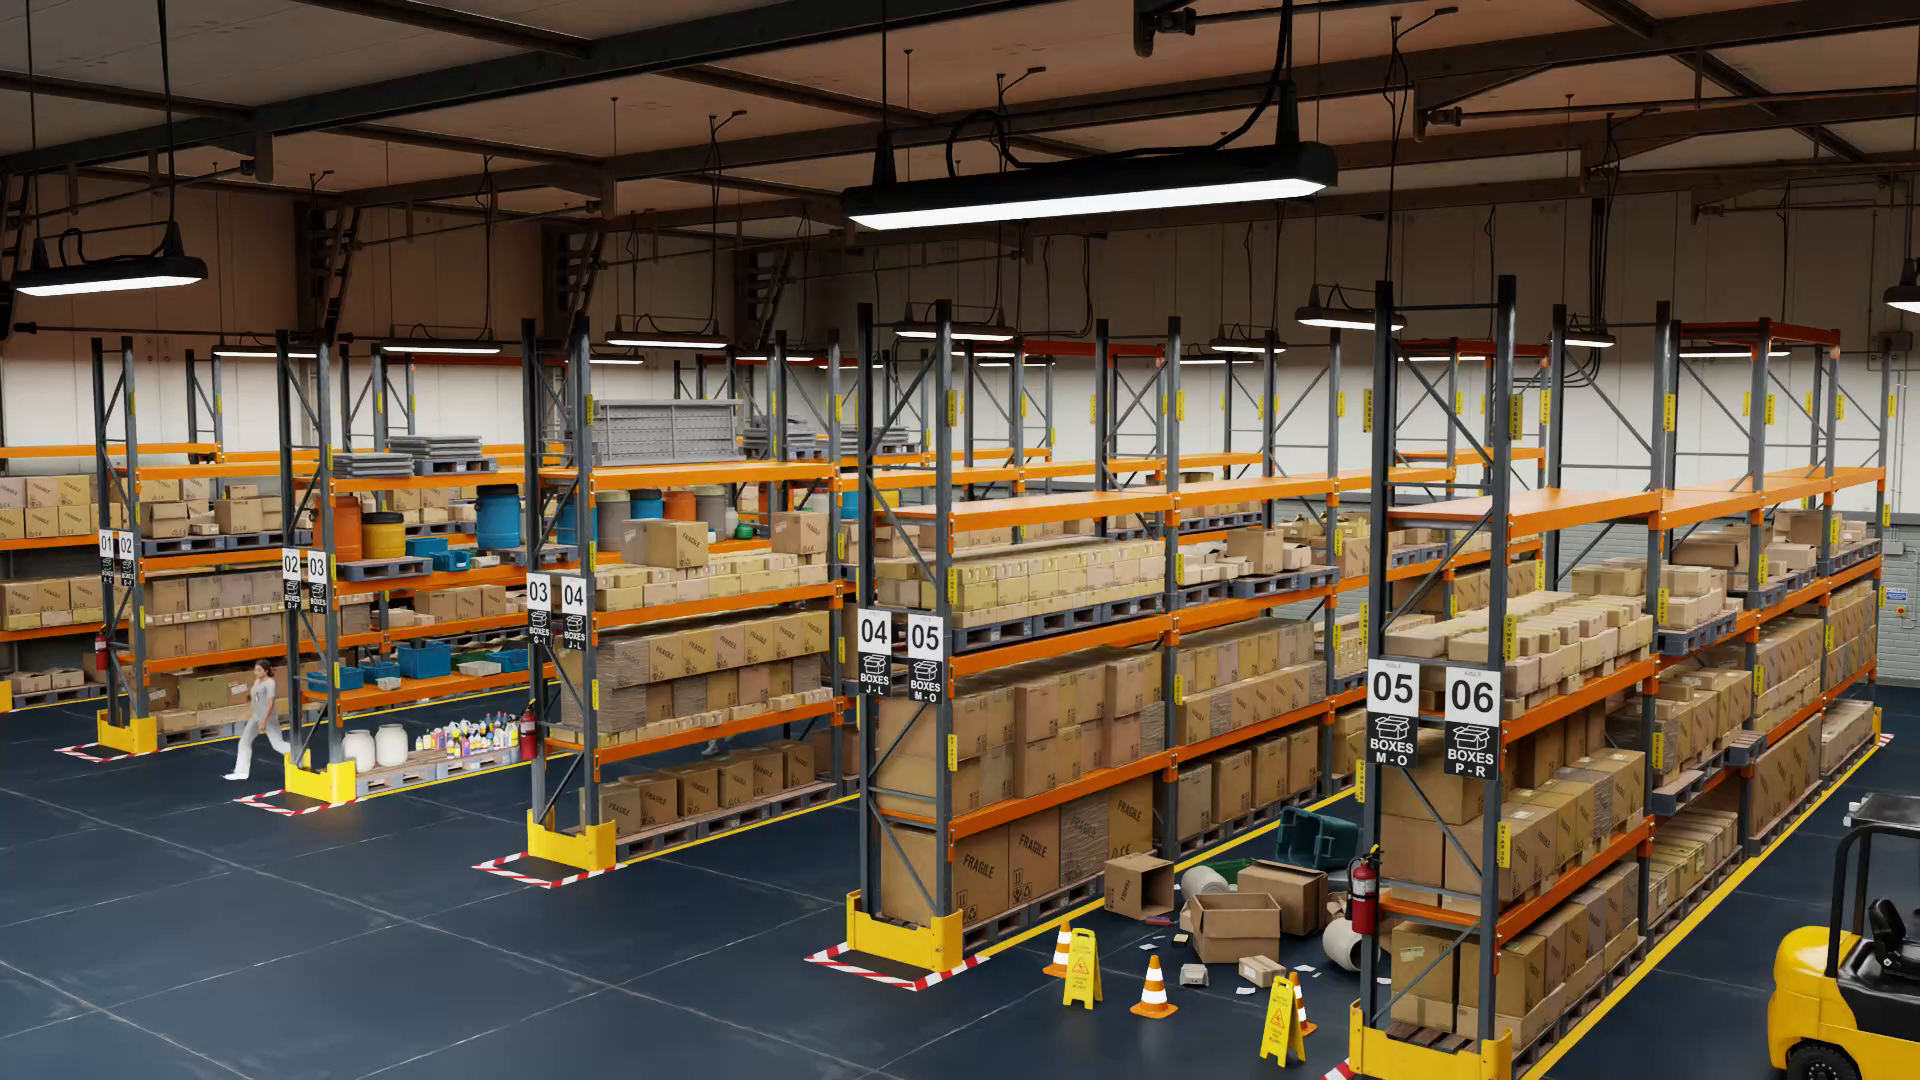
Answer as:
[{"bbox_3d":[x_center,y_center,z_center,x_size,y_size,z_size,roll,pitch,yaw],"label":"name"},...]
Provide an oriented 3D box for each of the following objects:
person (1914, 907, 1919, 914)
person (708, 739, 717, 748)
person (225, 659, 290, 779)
[{"bbox_3d":[9.677,2.957,16.304,0.489,1.687,0.627,3,6,28],"label":"person"},{"bbox_3d":[-3.498,2.221,24.007,0.583,1.588,0.445,4,6,35],"label":"person"},{"bbox_3d":[-9.402,2.408,22.495,0.461,1.620,0.999,3,6,31],"label":"person"}]
